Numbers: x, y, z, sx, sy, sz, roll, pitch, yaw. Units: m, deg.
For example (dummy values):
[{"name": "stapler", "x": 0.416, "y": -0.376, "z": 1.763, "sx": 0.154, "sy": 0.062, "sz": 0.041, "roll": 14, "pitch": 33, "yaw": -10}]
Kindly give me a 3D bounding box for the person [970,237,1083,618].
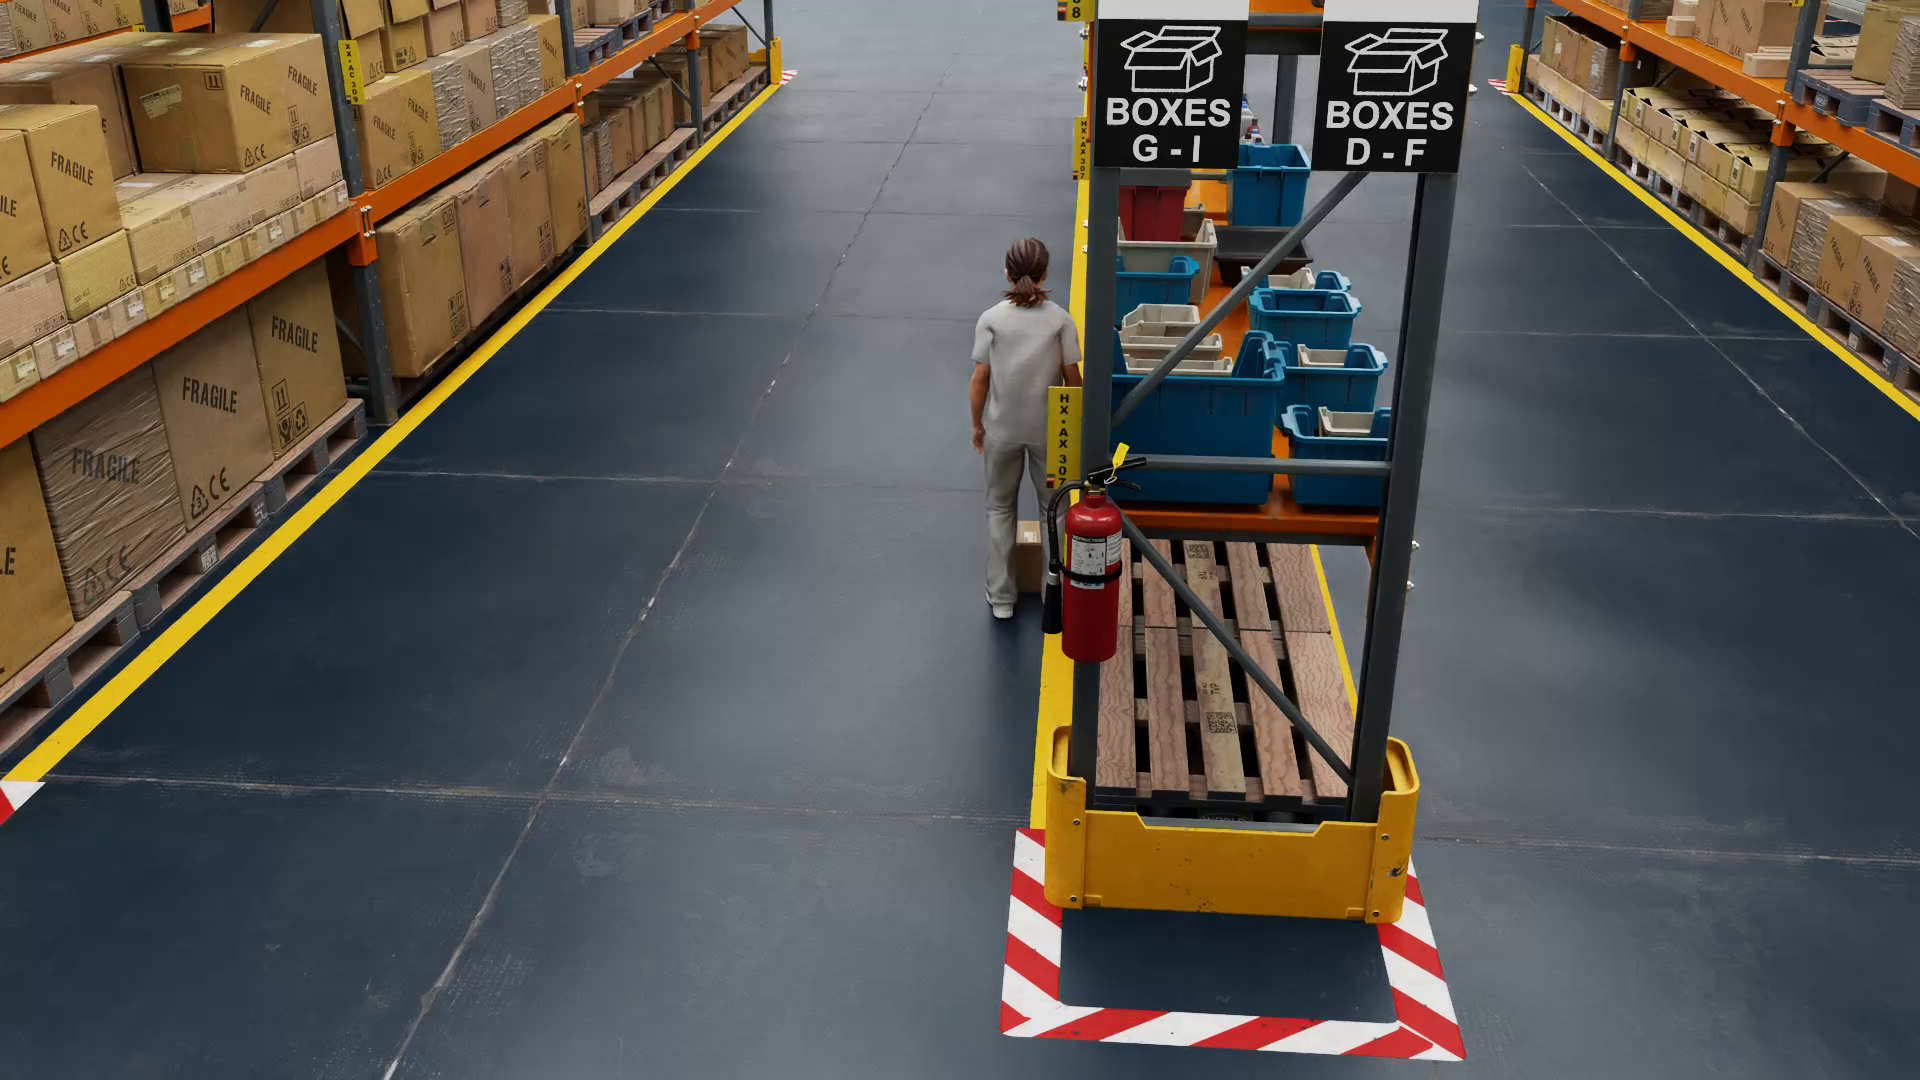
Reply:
[{"name": "person", "x": 0.286, "y": -0.459, "z": 7.108, "sx": 0.486, "sy": 1.673, "sz": 0.344, "roll": 2, "pitch": 25, "yaw": 4}]
